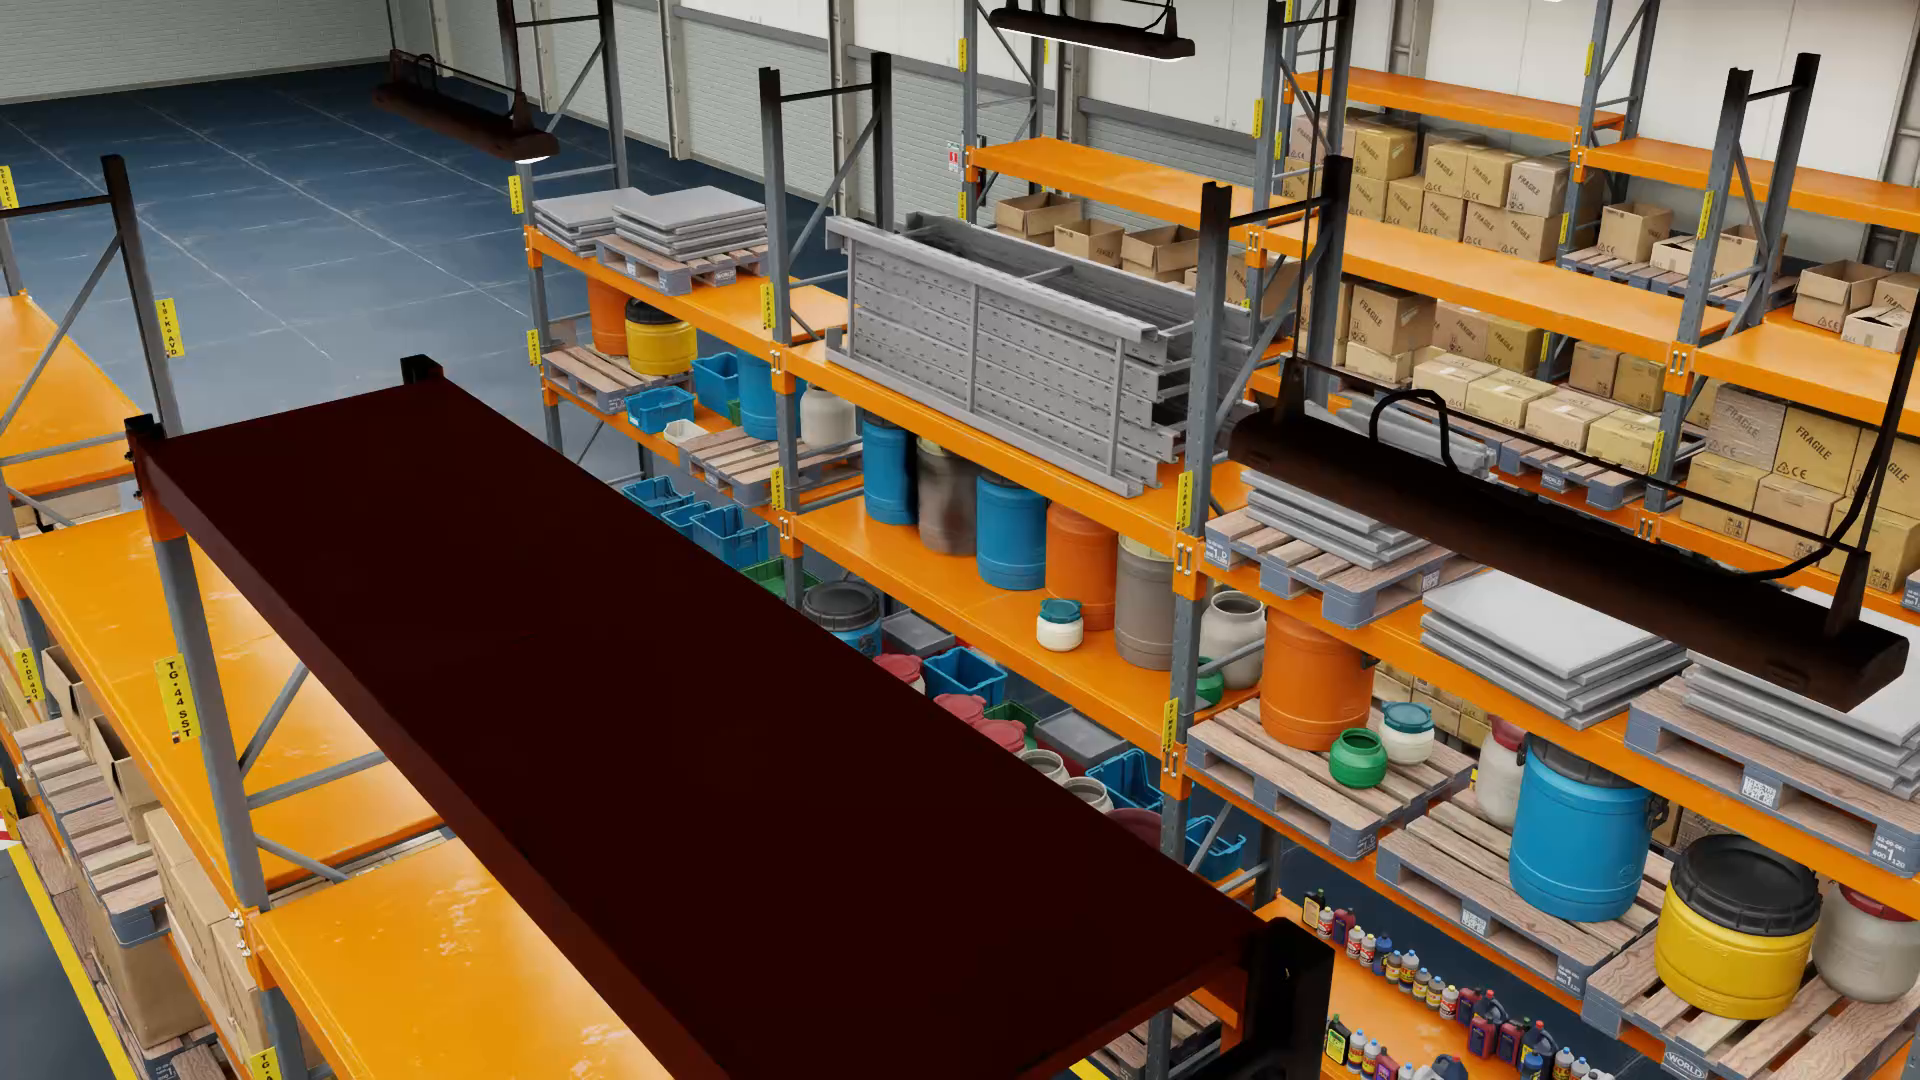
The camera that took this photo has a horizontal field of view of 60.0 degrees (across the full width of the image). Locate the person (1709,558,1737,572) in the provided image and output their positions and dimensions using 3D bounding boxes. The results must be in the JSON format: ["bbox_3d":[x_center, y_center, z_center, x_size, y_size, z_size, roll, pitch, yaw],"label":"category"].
[{"bbox_3d":[6.662,0.851,14.675,0.667,1.613,0.615,17,31,31],"label":"person"}]

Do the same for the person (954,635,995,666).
[{"bbox_3d":[0.088,1.056,14.355,0.889,1.543,0.678,20,32,36],"label":"person"}]
